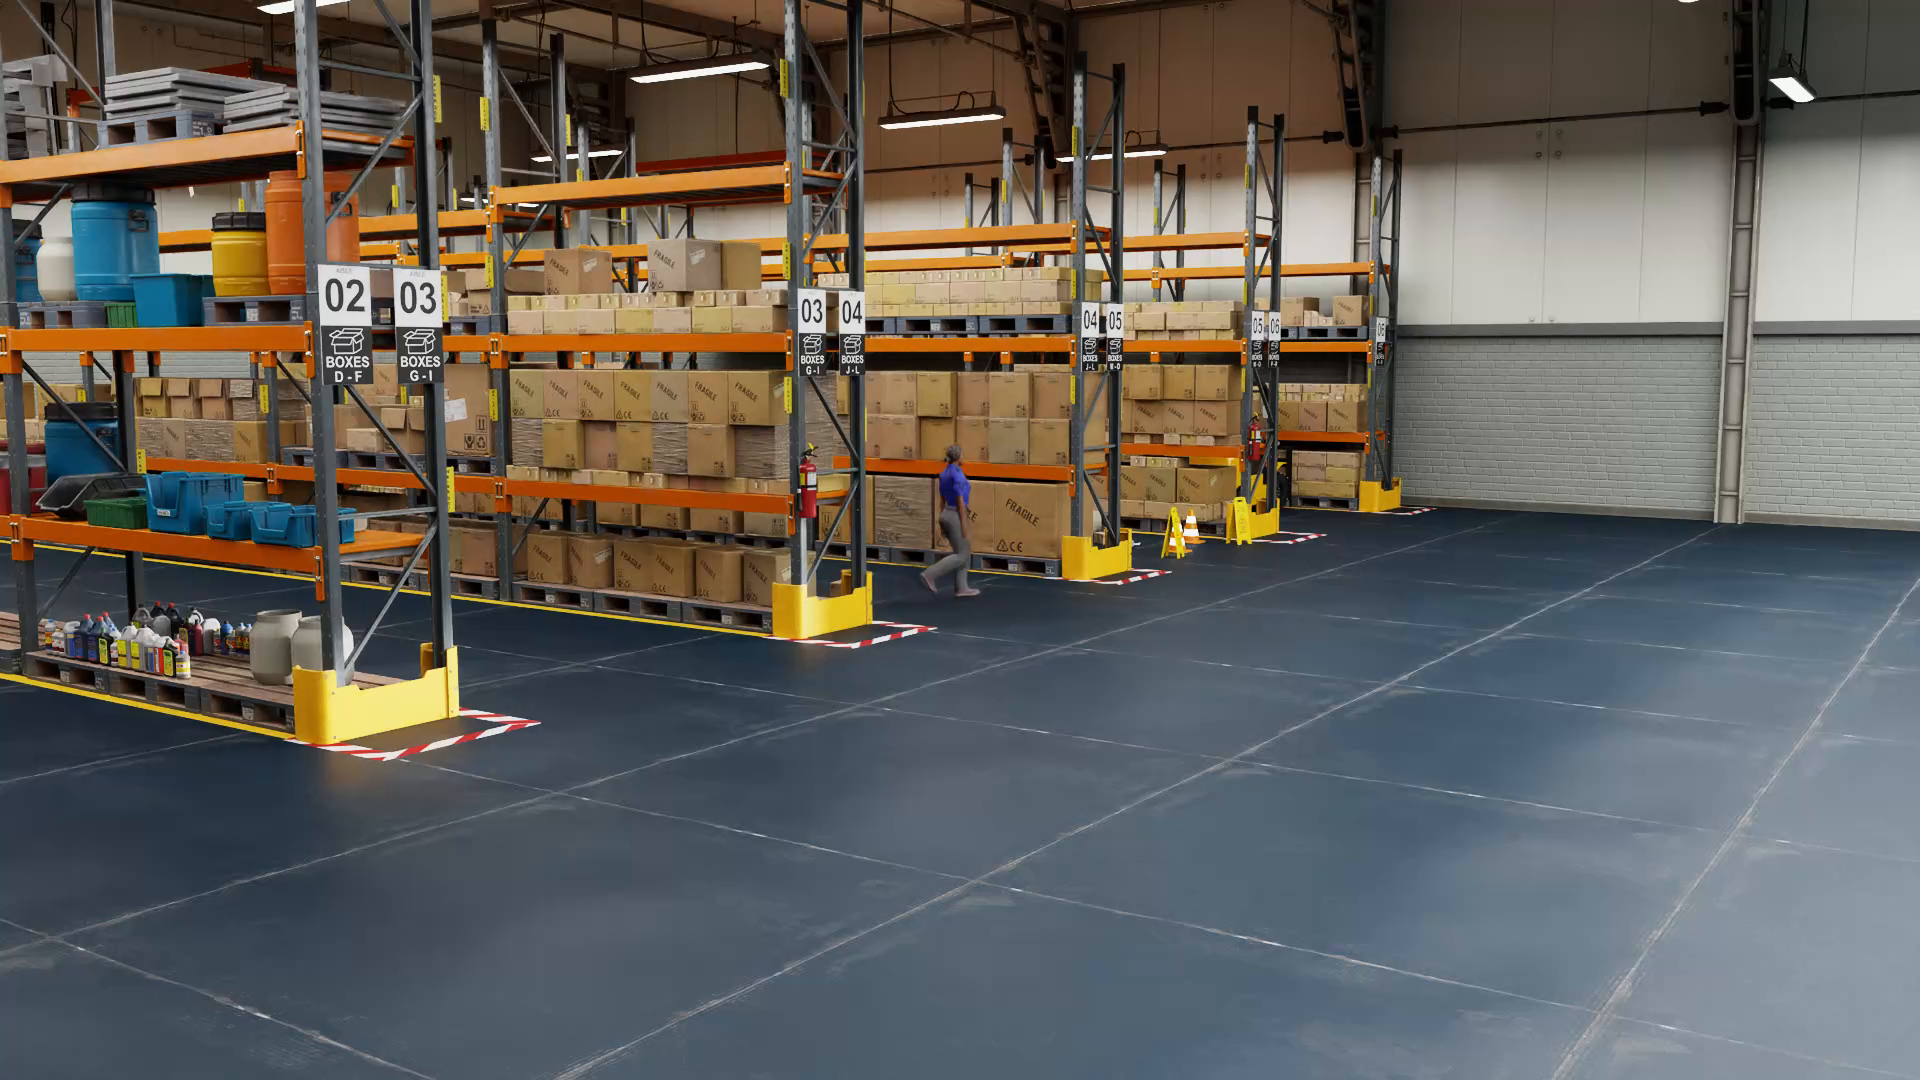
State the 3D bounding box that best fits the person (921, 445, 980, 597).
[{"bbox_3d":[-0.109,-0.195,17.627,0.753,1.626,0.448,-3,7,-24],"label":"person"}]
